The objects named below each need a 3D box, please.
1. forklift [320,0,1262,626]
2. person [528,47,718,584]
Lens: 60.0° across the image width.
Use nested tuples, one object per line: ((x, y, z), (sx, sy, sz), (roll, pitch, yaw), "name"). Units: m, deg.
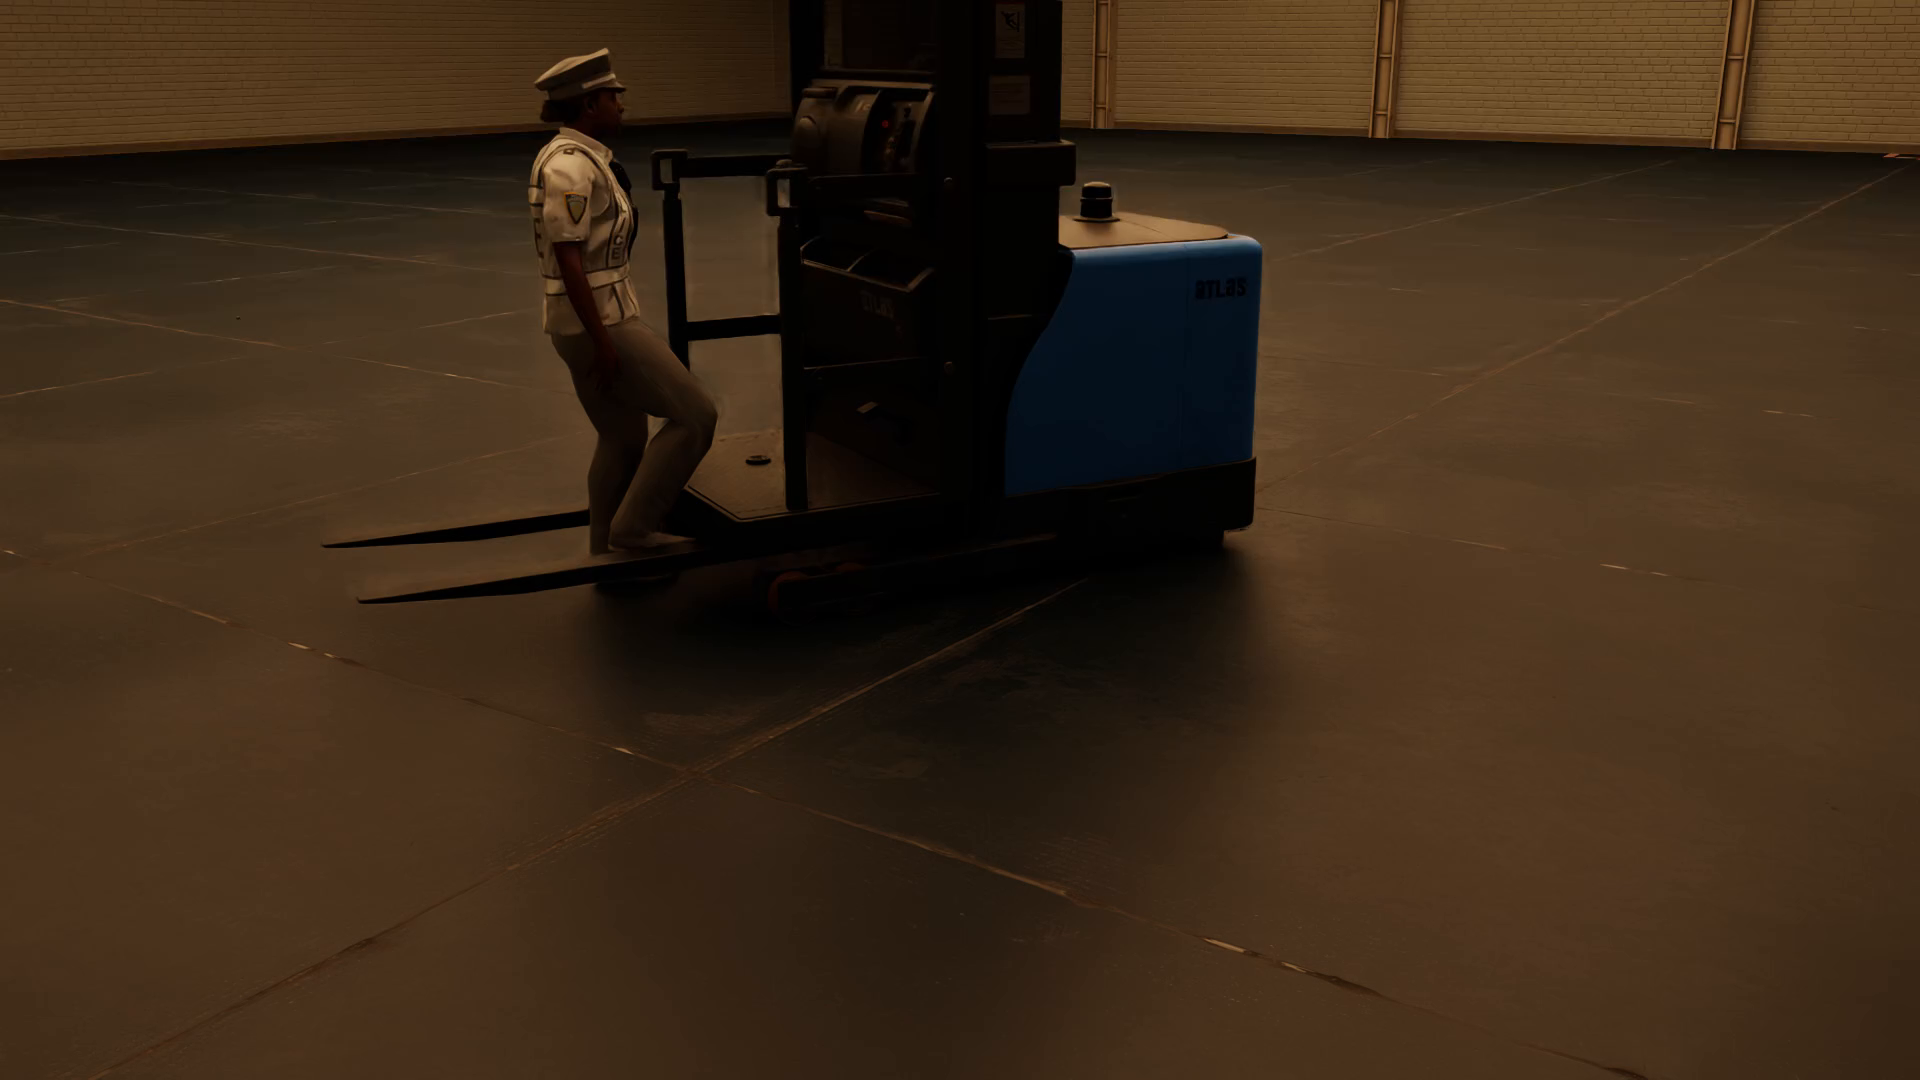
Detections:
((-0.500, -1.313, 5.225), (3.031, 2.935, 1.130), (-9, 19, -28), "forklift")
((-1.038, -0.652, 5.168), (0.525, 1.686, 0.566), (-4, 17, -12), "person")
